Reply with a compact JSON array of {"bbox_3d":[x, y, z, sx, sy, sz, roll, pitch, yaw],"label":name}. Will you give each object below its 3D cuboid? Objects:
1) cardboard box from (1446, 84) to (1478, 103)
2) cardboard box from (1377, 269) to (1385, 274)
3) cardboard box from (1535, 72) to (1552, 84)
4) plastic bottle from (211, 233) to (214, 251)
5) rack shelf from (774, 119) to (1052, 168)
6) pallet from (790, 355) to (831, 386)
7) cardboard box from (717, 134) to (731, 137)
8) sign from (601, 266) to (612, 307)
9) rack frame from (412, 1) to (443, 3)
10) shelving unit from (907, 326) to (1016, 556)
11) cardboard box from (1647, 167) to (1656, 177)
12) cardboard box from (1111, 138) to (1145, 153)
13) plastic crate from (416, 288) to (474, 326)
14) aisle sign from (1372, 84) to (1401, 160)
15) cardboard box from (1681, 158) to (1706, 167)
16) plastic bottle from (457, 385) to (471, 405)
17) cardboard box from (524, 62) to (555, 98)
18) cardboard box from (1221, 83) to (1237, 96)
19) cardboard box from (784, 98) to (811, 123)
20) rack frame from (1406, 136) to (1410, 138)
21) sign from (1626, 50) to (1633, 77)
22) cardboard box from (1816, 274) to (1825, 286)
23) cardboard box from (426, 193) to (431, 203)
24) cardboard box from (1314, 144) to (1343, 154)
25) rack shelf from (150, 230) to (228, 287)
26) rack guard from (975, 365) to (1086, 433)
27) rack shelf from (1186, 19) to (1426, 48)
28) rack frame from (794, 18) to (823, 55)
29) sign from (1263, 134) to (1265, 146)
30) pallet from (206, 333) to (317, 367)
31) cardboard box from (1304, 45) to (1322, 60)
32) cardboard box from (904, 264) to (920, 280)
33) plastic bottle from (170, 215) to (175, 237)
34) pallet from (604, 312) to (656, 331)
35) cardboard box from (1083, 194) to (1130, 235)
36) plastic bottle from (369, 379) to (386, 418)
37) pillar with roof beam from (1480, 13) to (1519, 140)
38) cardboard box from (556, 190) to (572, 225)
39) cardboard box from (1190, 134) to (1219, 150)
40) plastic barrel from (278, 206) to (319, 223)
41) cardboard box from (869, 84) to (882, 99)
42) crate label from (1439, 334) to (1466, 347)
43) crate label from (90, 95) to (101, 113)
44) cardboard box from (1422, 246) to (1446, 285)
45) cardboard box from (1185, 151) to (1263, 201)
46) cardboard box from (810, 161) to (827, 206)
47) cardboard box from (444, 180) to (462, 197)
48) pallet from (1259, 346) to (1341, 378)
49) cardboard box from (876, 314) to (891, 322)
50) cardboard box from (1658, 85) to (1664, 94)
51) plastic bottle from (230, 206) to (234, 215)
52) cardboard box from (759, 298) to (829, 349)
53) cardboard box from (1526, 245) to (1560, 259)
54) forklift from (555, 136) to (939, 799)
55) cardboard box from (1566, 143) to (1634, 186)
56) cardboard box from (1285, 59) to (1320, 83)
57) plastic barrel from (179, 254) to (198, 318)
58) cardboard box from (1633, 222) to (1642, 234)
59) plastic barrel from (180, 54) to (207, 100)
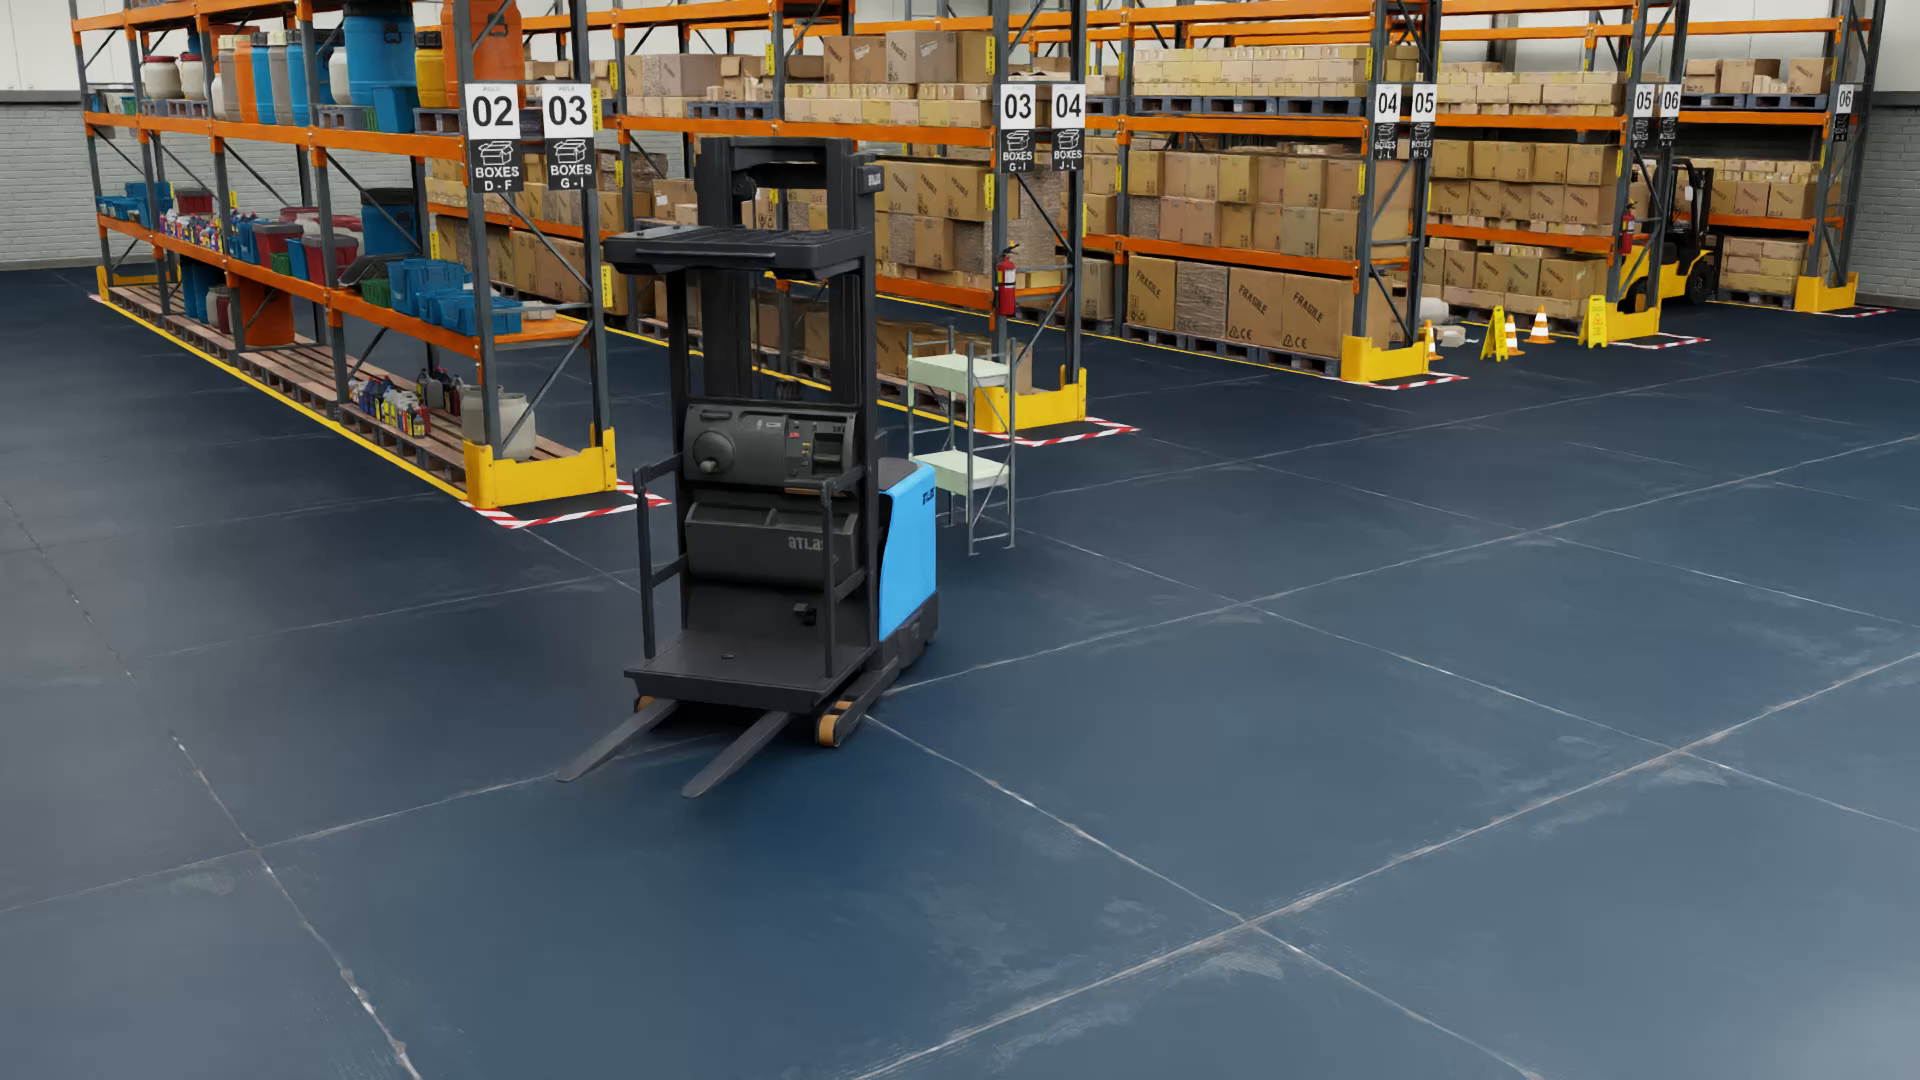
[{"bbox_3d":[7.031,-6.125,22.811,0.500,0.250,0.500,-11,19,-34],"label":"cardboard box"},{"bbox_3d":[6.089,-4.008,25.219,0.950,0.372,0.625,-11,19,-34],"label":"cardboard box"},{"bbox_3d":[7.783,-6.072,21.861,0.380,0.149,0.250,-11,19,-35],"label":"cardboard box"},{"bbox_3d":[-8.804,-3.530,19.668,0.097,0.201,0.097,0,15,0],"label":"plastic bottle"},{"bbox_3d":[-0.441,-4.096,17.038,1.077,0.370,4.000,-11,19,-35],"label":"rack shelf"},{"bbox_3d":[-1.193,-1.940,18.764,1.003,0.211,1.213,-11,19,-35],"label":"pallet"},{"bbox_3d":[-3.962,-7.049,29.502,0.500,0.500,0.500,-11,19,-36],"label":"cardboard box"},{"bbox_3d":[-2.824,-2.018,13.242,0.100,0.325,0.005,-11,19,-35],"label":"sign"},{"bbox_3d":[-8.672,-8.879,27.470,1.000,3.000,0.127,-11,19,-35],"label":"rack frame"},{"bbox_3d":[0.004,-0.722,11.873,0.431,1.500,0.755,-11,19,-35],"label":"shelving unit"},{"bbox_3d":[10.954,-5.758,26.012,0.380,0.149,0.250,-11,19,-35],"label":"cardboard box"},{"bbox_3d":[2.937,-6.631,28.537,0.500,0.500,0.500,-11,19,-34],"label":"cardboard box"},{"bbox_3d":[-4.185,-1.928,13.720,0.499,0.251,0.408,-11,19,-35],"label":"plastic crate"},{"bbox_3d":[4.606,-4.509,17.944,0.394,0.787,0.004,-11,19,-35],"label":"aisle sign"},{"bbox_3d":[11.342,-5.809,25.638,0.380,0.149,0.250,-11,19,-34],"label":"cardboard box"},{"bbox_3d":[-4.616,-1.314,15.523,0.152,0.276,0.135,-10,18,-34],"label":"plastic bottle"},{"bbox_3d":[-5.971,-6.706,24.230,0.700,0.500,0.500,-10,18,-33],"label":"cardboard box"},{"bbox_3d":[3.288,-5.292,19.539,0.380,0.149,0.250,-11,19,-34],"label":"cardboard box"},{"bbox_3d":[-1.559,-4.661,18.027,0.500,0.250,0.500,-12,19,-37],"label":"cardboard box"},{"bbox_3d":[8.060,-6.586,30.459,1.000,3.000,0.127,-11,19,-35],"label":"rack frame"},{"bbox_3d":[8.290,-5.899,20.587,0.100,0.325,0.005,-11,19,-35],"label":"sign"},{"bbox_3d":[12.633,-3.890,25.019,0.500,0.250,0.500,-11,19,-34],"label":"cardboard box"},{"bbox_3d":[-8.731,-5.737,27.831,0.380,0.149,0.250,-11,19,-34],"label":"cardboard box"},{"bbox_3d":[5.687,-6.039,25.683,0.380,0.149,0.250,-10,18,-31],"label":"cardboard box"},{"bbox_3d":[-9.151,-3.588,20.867,1.077,0.370,4.000,-11,19,-35],"label":"rack shelf"},{"bbox_3d":[0.690,-1.379,16.168,1.175,0.500,0.348,-11,19,-35],"label":"rack guard"},{"bbox_3d":[5.223,-7.742,25.436,1.077,0.370,4.000,-11,19,-35],"label":"rack shelf"},{"bbox_3d":[-2.249,-8.773,27.083,1.000,3.000,0.127,-11,19,-35],"label":"rack frame"},{"bbox_3d":[6.155,-8.086,33.744,0.100,0.325,0.005,-11,19,-35],"label":"sign"},{"bbox_3d":[-8.472,-2.325,20.171,1.003,0.211,1.213,-11,19,-35],"label":"pallet"},{"bbox_3d":[4.038,-5.405,18.442,0.380,0.149,0.250,-10,18,-34],"label":"cardboard box"},{"bbox_3d":[-0.348,-2.741,16.883,0.380,0.149,0.250,-11,19,-35],"label":"cardboard box"},{"bbox_3d":[-10.102,-4.035,21.381,0.097,0.271,0.097,0,15,0],"label":"plastic bottle"},{"bbox_3d":[-4.371,-3.112,23.046,1.003,0.211,1.213,-11,19,-35],"label":"pallet"},{"bbox_3d":[1.932,-4.289,21.876,0.500,0.500,0.500,-11,19,-35],"label":"cardboard box"},{"bbox_3d":[-5.373,-1.311,15.370,0.144,0.351,0.185,-12,19,-37],"label":"plastic bottle"},{"bbox_3d":[6.074,-8.673,26.719,9.100,9.000,0.400,-11,19,-35],"label":"pillar with roof beam"},{"bbox_3d":[-5.354,-4.719,23.445,0.500,0.500,0.500,-10,18,-33],"label":"cardboard box"},{"bbox_3d":[5.048,-8.233,34.774,0.500,0.500,0.500,-11,19,-36],"label":"cardboard box"},{"bbox_3d":[-7.457,-3.522,19.003,0.600,0.536,0.708,-11,19,-35],"label":"plastic barrel"},{"bbox_3d":[-0.699,-4.550,16.865,0.380,0.149,0.250,-10,18,-33],"label":"cardboard box"},{"bbox_3d":[6.245,-2.531,21.064,0.298,0.136,0.250,7,17,23],"label":"crate label"},{"bbox_3d":[-12.398,-6.344,24.174,0.408,0.251,0.502,-11,19,-35],"label":"crate label"},{"bbox_3d":[6.852,-3.919,23.704,0.500,0.500,0.500,-10,18,-32],"label":"cardboard box"},{"bbox_3d":[3.268,-4.444,20.302,0.875,0.550,0.550,-11,19,-35],"label":"cardboard box"},{"bbox_3d":[-1.263,-3.855,17.831,0.500,0.500,0.500,-11,19,-35],"label":"cardboard box"},{"bbox_3d":[-8.005,-5.694,26.919,0.500,0.250,0.500,-12,19,-36],"label":"cardboard box"},{"bbox_3d":[4.273,-2.131,19.461,1.003,0.211,1.213,-11,19,-35],"label":"pallet"},{"bbox_3d":[-1.071,-2.207,18.397,0.500,0.500,0.500,-5,16,-17],"label":"cardboard box"},{"bbox_3d":[10.882,-7.002,25.784,0.380,0.149,0.250,-10,18,-33],"label":"cardboard box"},{"bbox_3d":[-9.522,-4.193,21.807,0.144,0.351,0.185,-11,19,-35],"label":"plastic bottle"},{"bbox_3d":[-1.960,-2.564,19.663,0.700,0.500,0.500,-13,20,-39],"label":"cardboard box"},{"bbox_3d":[7.799,-3.856,22.247,0.380,0.149,0.250,-10,18,-33],"label":"cardboard box"},{"bbox_3d":[-1.039,-0.495,8.334,1.130,2.935,3.031,5,16,16],"label":"forklift"},{"bbox_3d":[8.274,-4.856,21.489,0.700,0.500,0.500,-11,19,-36],"label":"cardboard box"},{"bbox_3d":[3.999,-5.254,18.643,0.500,0.250,0.500,-11,19,-34],"label":"cardboard box"},{"bbox_3d":[-10.021,-3.434,22.120,0.600,0.901,0.708,-11,19,-35],"label":"plastic barrel"},{"bbox_3d":[8.719,-4.090,21.815,0.380,0.149,0.250,-11,19,-34],"label":"cardboard box"},{"bbox_3d":[-9.139,-5.578,20.040,0.433,0.535,0.433,0,15,0],"label":"plastic barrel"}]
